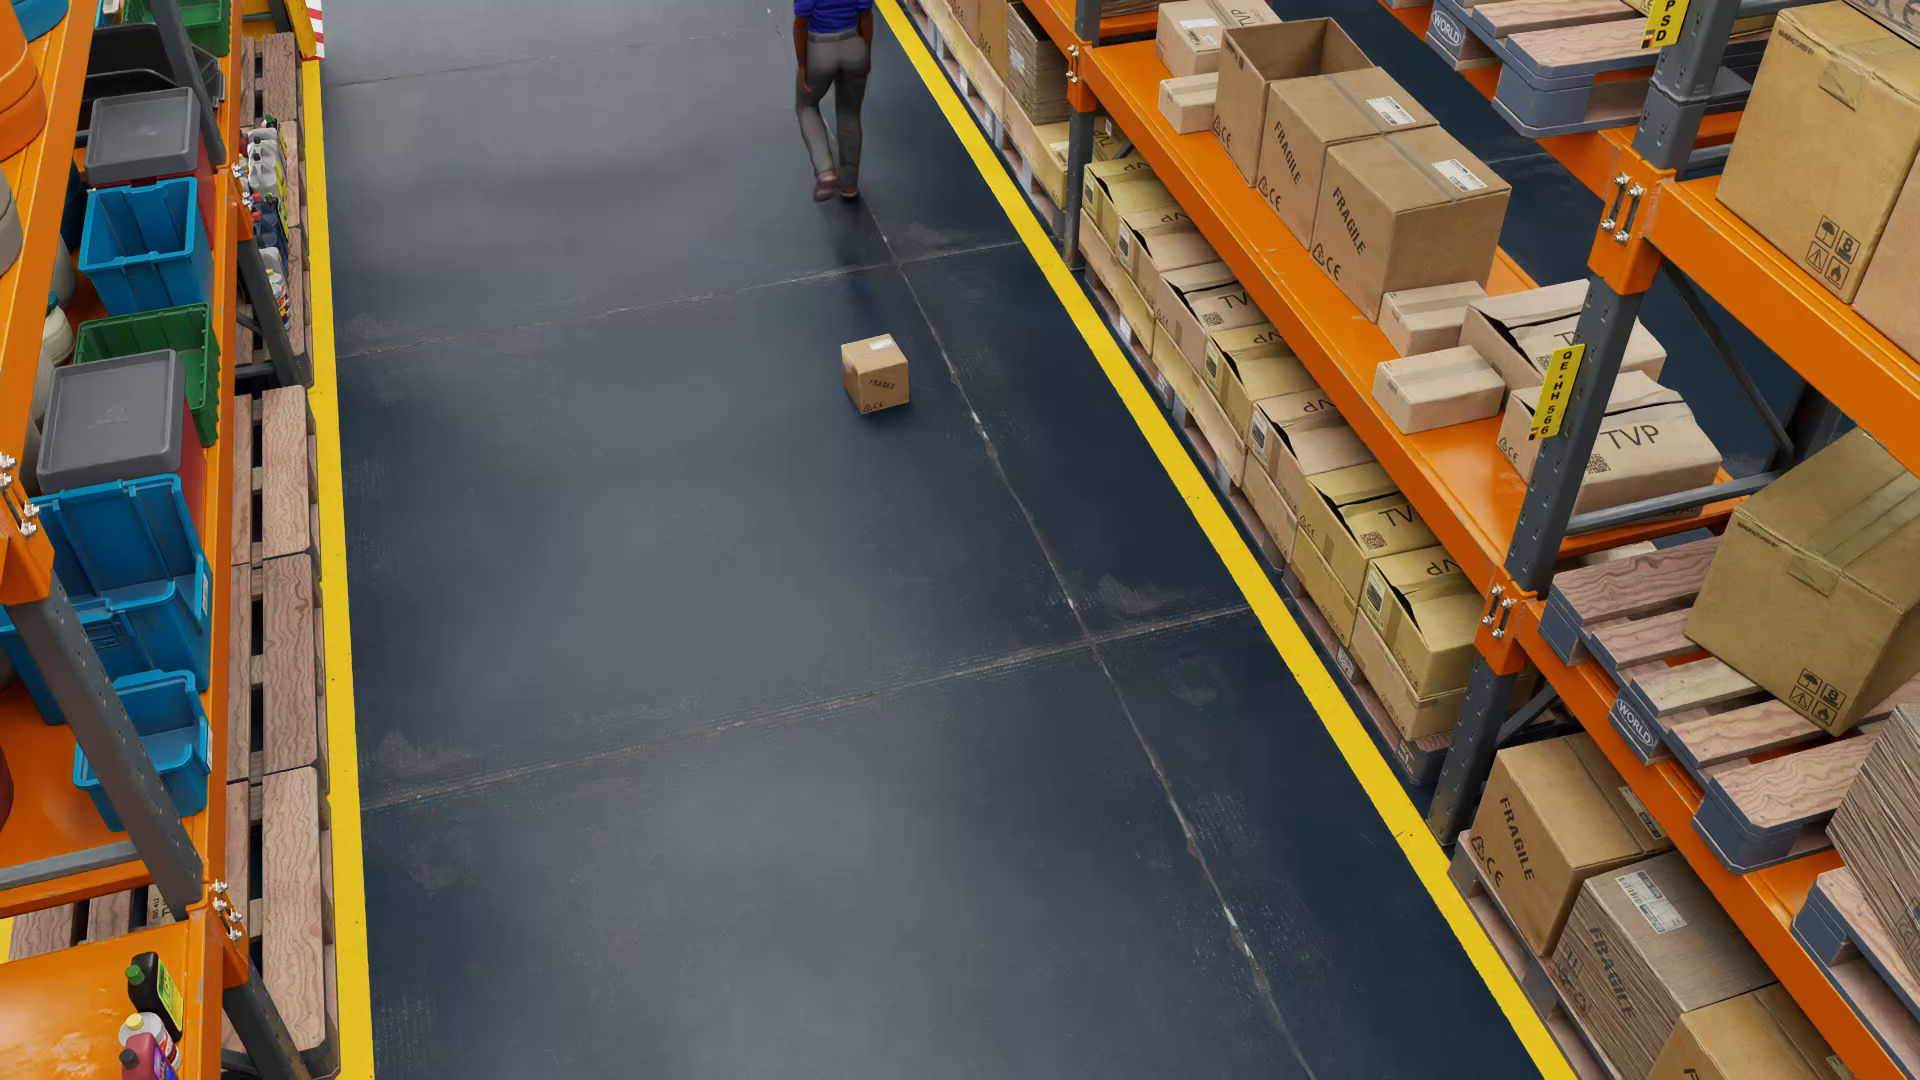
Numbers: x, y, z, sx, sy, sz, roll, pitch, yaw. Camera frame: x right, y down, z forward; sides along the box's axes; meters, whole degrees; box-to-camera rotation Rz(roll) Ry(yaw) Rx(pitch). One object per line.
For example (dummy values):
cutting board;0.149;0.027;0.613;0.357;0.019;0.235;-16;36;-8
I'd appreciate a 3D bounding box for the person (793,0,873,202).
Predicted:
person;-0.673;-2.583;8.949;0.443;1.646;0.472;-10;44;-11
